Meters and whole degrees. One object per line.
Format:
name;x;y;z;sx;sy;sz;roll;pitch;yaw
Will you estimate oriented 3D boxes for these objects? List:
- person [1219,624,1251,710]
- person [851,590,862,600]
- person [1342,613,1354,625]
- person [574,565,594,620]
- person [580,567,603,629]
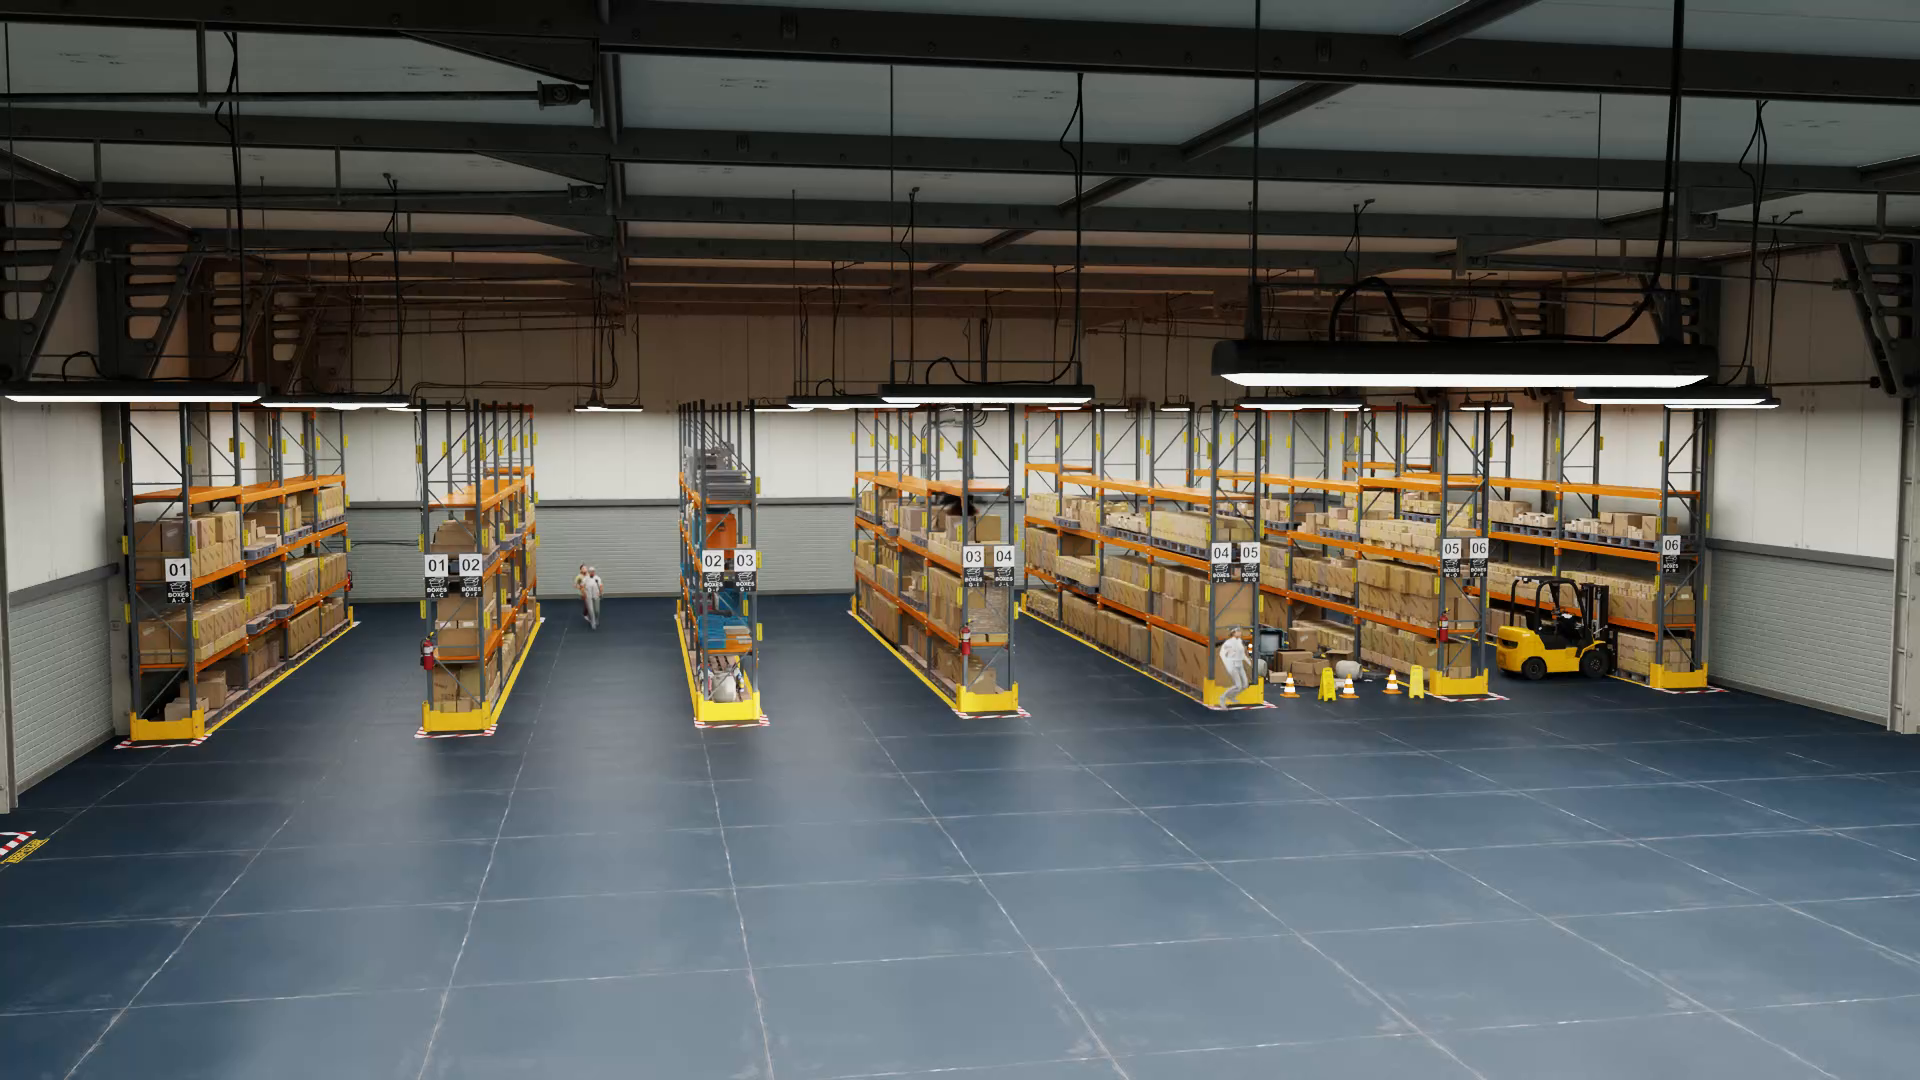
person;5.203;2.395;31.376;0.522;1.651;0.632;3;6;38
person;-2.755;1.159;49.092;0.932;1.744;0.640;1;4;7
person;10.492;1.505;44.835;0.624;1.691;0.728;-1;5;-18
person;-10.289;1.484;45.631;0.618;1.627;0.740;-3;5;-35
person;-9.885;1.552;44.625;0.617;1.655;0.699;-2;5;-20
